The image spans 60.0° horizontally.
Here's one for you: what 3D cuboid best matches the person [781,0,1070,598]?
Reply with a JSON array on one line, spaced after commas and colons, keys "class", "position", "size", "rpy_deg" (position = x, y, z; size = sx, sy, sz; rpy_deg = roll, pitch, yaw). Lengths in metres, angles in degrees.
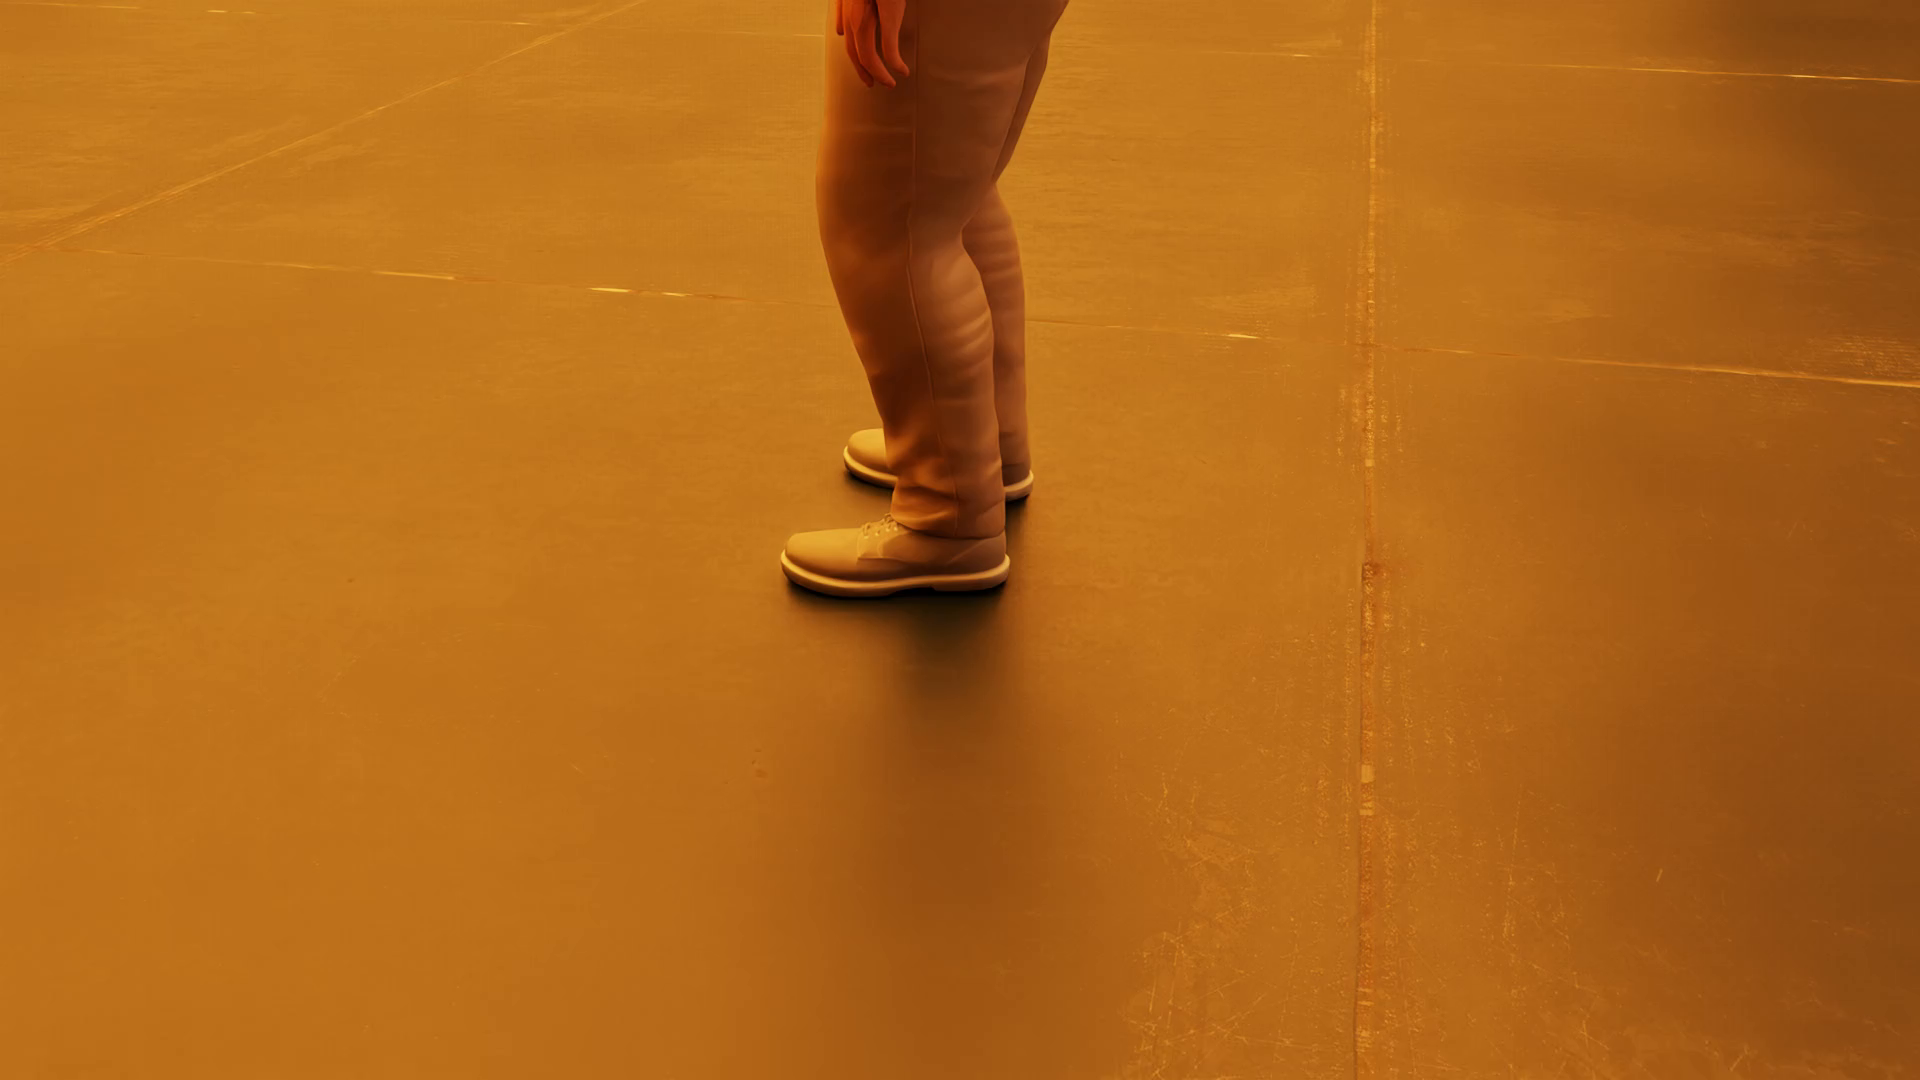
[{"class": "person", "position": [-0.038, -0.771, 2.111], "size": [0.396, 1.726, 0.587], "rpy_deg": [5, 27, 9]}]
